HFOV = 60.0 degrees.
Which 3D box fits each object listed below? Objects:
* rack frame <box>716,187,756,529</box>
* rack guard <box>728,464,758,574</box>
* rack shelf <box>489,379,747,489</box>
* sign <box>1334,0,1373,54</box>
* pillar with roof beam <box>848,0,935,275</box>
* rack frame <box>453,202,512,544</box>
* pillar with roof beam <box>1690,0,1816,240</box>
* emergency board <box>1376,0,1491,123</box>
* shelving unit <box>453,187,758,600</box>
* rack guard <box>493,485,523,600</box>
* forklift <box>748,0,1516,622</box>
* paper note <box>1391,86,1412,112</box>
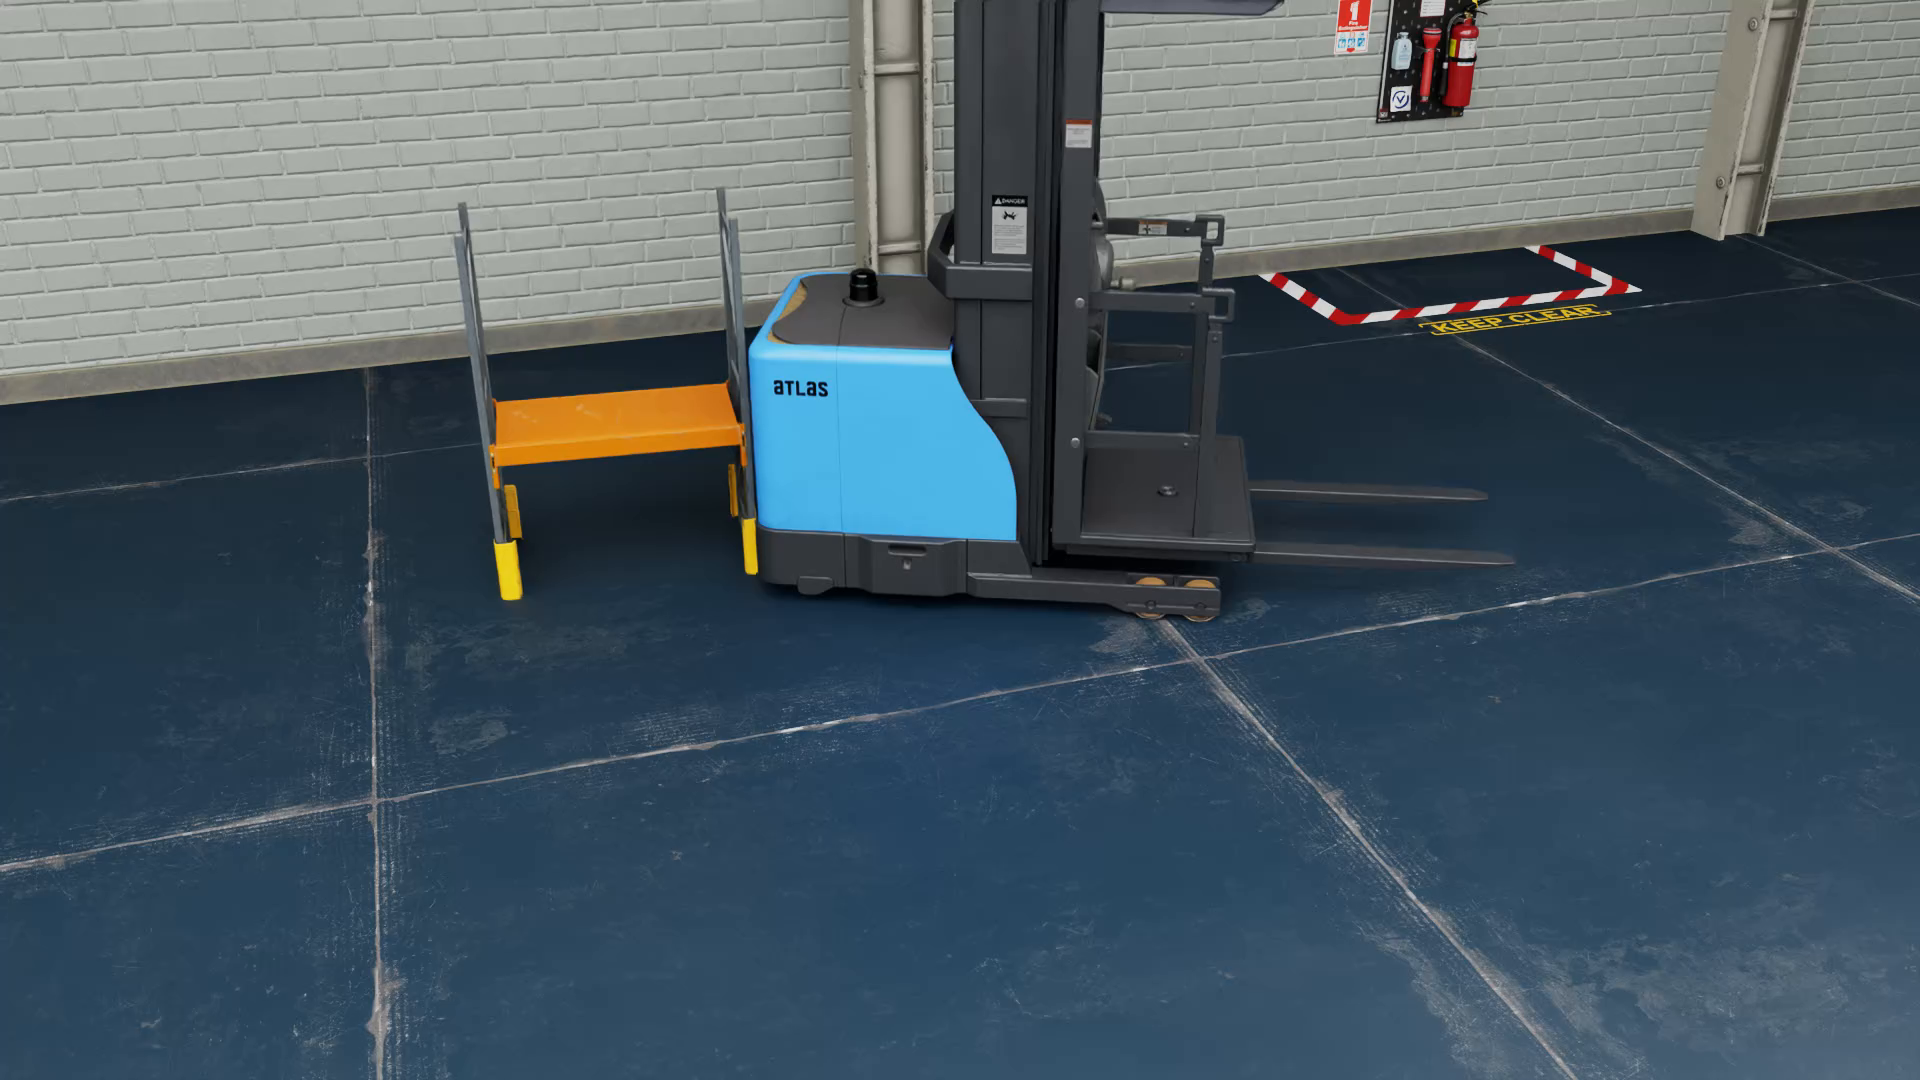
[{"bbox_3d":[-0.920,-0.660,6.892,0.032,1.500,0.500,-6,27,-12],"label":"rack frame"},{"bbox_3d":[-0.921,-0.100,7.169,0.087,0.250,0.587,-6,27,-12],"label":"rack guard"},{"bbox_3d":[-1.415,-0.446,6.867,1.000,0.185,0.538,-6,27,-12],"label":"rack shelf"},{"bbox_3d":[2.405,-3.145,10.172,0.234,0.329,0.001,-8,28,-16],"label":"sign"},{"bbox_3d":[0.953,-3.527,4.234,0.400,9.000,9.100,-8,28,-16],"label":"pillar with roof beam"},{"bbox_3d":[-1.909,-0.556,6.683,0.032,1.500,0.500,-6,27,-12],"label":"rack frame"},{"bbox_3d":[6.658,-4.353,5.898,0.400,9.000,9.100,-8,28,-16],"label":"pillar with roof beam"},{"bbox_3d":[2.963,-3.162,10.246,0.643,1.169,0.194,-8,28,-16],"label":"emergency board"},{"bbox_3d":[-1.406,-0.609,6.789,1.083,1.500,0.587,-6,27,-12],"label":"shelving unit"},{"bbox_3d":[-1.890,0.002,6.965,0.087,0.250,0.587,-6,27,-12],"label":"rack guard"},{"bbox_3d":[0.723,-1.236,6.443,3.031,2.935,1.130,3,27,5],"label":"forklift"},{"bbox_3d":[2.773,-2.772,10.451,0.142,0.148,0.016,-8,28,-16],"label":"paper note"}]
